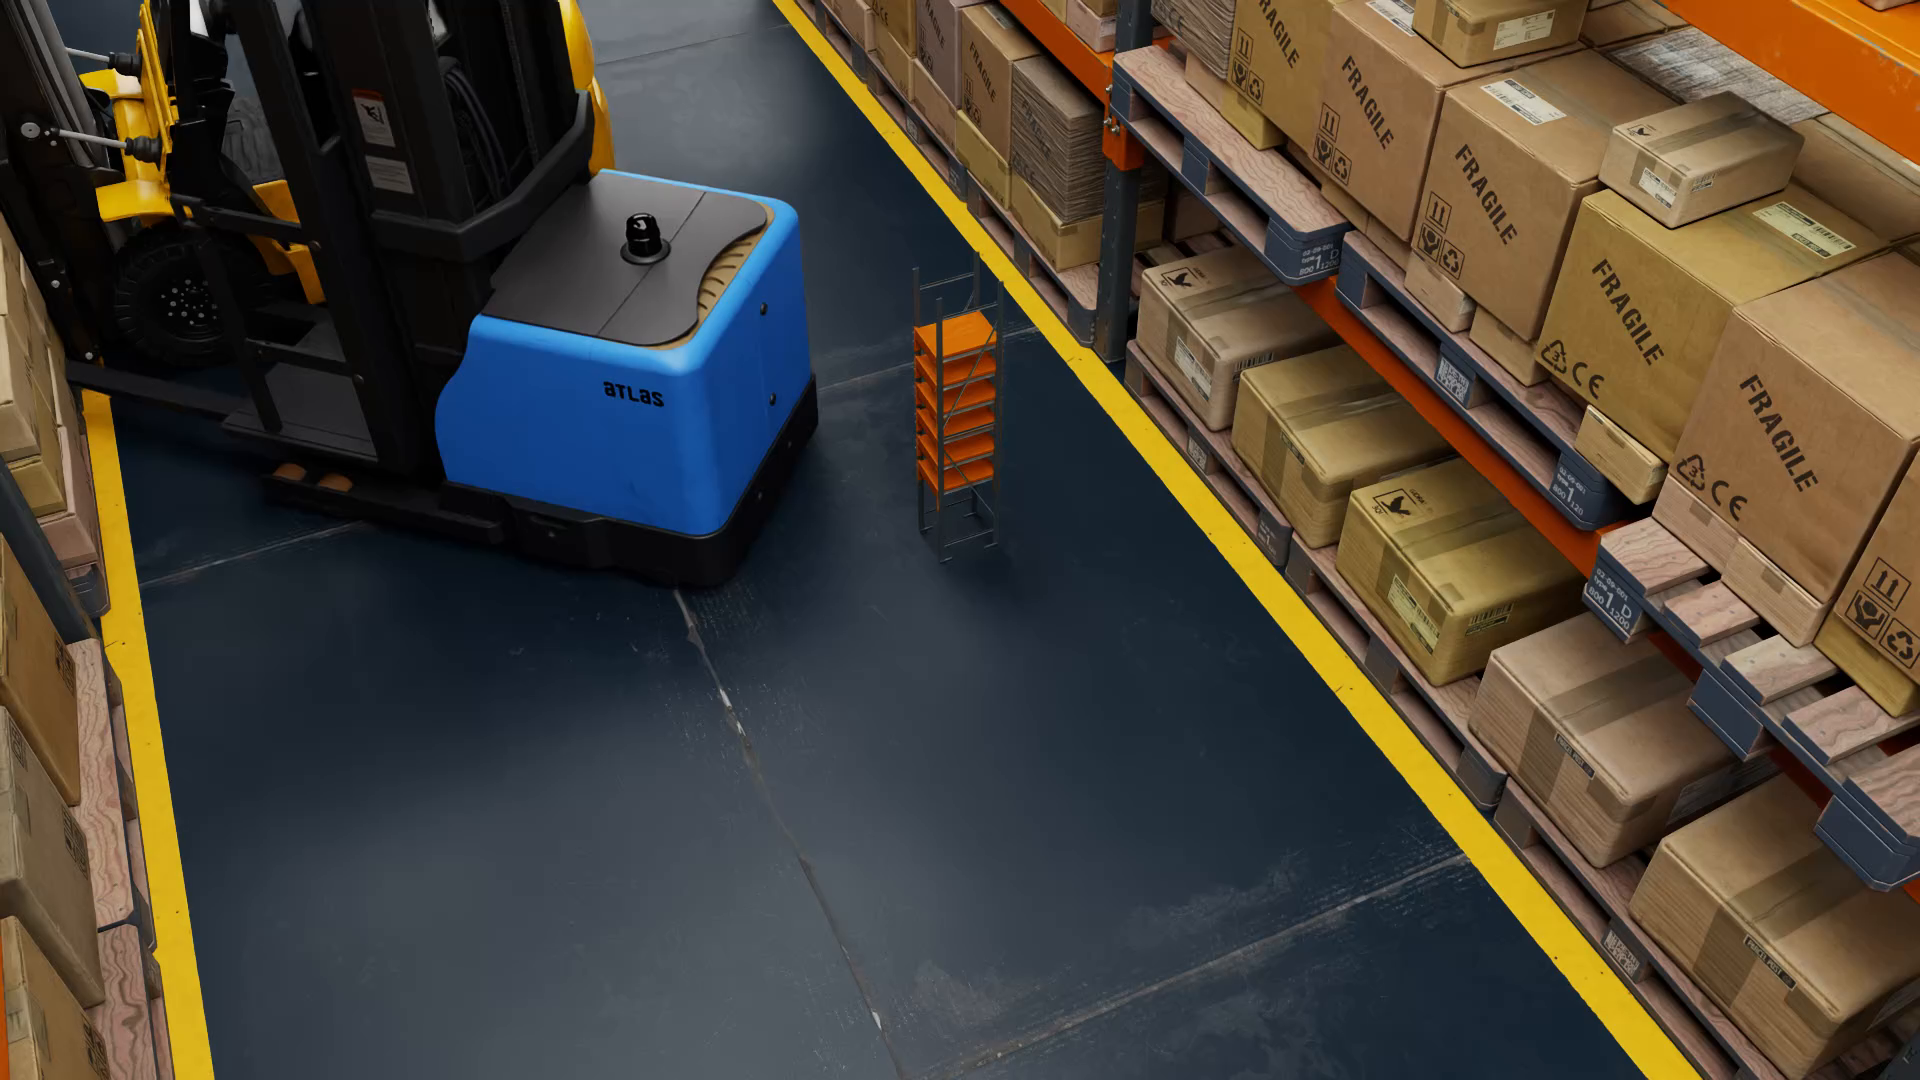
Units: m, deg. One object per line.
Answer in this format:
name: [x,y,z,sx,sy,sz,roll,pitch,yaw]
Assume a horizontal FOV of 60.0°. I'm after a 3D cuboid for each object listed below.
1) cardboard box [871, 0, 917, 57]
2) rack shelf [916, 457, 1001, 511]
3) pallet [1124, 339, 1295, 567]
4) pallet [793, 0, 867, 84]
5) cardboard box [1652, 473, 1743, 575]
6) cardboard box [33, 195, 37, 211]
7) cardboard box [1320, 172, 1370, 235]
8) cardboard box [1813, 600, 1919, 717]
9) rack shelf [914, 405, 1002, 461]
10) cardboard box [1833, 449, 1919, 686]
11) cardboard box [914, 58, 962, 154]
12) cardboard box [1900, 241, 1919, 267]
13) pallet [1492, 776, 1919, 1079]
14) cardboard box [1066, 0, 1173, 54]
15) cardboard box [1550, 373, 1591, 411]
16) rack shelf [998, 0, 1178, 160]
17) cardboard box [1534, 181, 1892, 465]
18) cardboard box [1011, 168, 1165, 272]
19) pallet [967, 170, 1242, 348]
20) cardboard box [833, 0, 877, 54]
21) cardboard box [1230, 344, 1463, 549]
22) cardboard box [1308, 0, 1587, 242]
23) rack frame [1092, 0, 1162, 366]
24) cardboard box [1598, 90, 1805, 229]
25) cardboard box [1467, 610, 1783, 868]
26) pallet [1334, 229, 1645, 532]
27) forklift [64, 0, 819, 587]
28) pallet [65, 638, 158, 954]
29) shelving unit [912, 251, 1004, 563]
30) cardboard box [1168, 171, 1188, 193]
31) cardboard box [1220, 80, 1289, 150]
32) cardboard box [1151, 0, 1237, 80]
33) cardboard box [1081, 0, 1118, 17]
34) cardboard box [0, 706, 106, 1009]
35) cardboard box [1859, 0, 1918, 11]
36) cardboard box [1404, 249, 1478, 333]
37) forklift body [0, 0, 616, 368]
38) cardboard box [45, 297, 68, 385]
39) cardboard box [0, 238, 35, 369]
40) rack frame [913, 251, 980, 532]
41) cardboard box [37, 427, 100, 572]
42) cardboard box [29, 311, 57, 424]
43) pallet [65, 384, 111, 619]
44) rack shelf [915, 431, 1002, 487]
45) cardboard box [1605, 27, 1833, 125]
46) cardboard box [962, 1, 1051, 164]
cardboard box: [-0.112,-2.709,7.985,0.500,0.500,0.500,-17,47,-17]
rack shelf: [-0.006,-0.234,6.038,0.258,0.103,0.180,-18,47,-17]
pallet: [1.372,-0.499,6.605,1.003,0.211,1.213,-18,47,-17]
pallet: [-0.297,-2.967,9.107,1.003,0.211,1.213,-18,47,-17]
cardboard box: [1.950,-0.097,4.093,0.380,0.149,0.250,-20,48,-19]
cardboard box: [-4.215,-1.553,6.991,0.500,0.250,0.500,-19,48,-18]
cardboard box: [1.345,-1.106,5.115,0.380,0.149,0.250,-17,47,-17]
cardboard box: [2.196,0.213,3.778,0.380,0.149,0.250,-17,47,-17]
rack shelf: [-0.006,-0.405,5.869,0.258,0.103,0.180,-18,47,-17]
cardboard box: [2.282,0.063,3.468,0.500,0.500,0.500,-19,48,-19]
cardboard box: [0.108,-2.117,7.919,0.500,0.250,0.500,-17,47,-17]
cardboard box: [2.521,-0.414,3.952,0.500,0.500,0.500,-16,47,-15]
pallet: [2.398,1.056,5.029,1.003,0.211,1.213,-18,47,-17]
cardboard box: [0.632,-2.012,6.333,0.380,0.149,0.250,-18,48,-18]
cardboard box: [1.831,-0.466,4.466,0.380,0.149,0.250,-18,47,-17]
rack shelf: [0.202,-3.006,7.673,1.077,0.370,4.000,-18,47,-17]
cardboard box: [1.841,-0.584,4.124,0.500,0.500,0.500,-21,48,-20]
cardboard box: [0.551,-1.455,7.248,0.500,0.250,0.500,-16,47,-16]
pallet: [0.729,-1.412,7.531,1.003,0.211,1.213,-18,47,-17]
cardboard box: [-0.342,-2.784,8.594,0.500,0.250,0.500,-16,47,-16]
cardboard box: [1.572,-0.411,6.102,0.950,0.372,0.625,-15,47,-15]
cardboard box: [1.387,-1.256,4.806,0.500,0.500,0.500,-18,47,-18]
rack frame: [1.043,-1.987,6.128,1.000,3.000,0.127,-18,47,-17]
cardboard box: [1.781,-0.919,4.002,0.380,0.149,0.250,-20,48,-19]
cardboard box: [2.179,0.517,5.162,0.950,0.372,0.625,-19,48,-18]
pallet: [1.856,-0.619,4.878,1.003,0.211,1.213,-18,47,-17]
forklift: [-2.139,-1.475,5.658,3.031,2.935,1.130,12,46,12]
pallet: [-3.113,0.932,5.155,1.003,0.211,1.213,-18,47,-17]
shelving unit: [-0.006,-0.436,5.838,0.258,1.200,0.189,-18,47,-17]
cardboard box: [1.040,-1.880,7.145,0.500,0.500,0.500,-16,47,-16]
cardboard box: [1.086,-1.440,5.454,0.380,0.149,0.250,-17,47,-17]
cardboard box: [0.980,-1.895,5.453,0.500,0.500,0.500,-17,47,-16]
cardboard box: [0.631,-2.338,6.201,0.500,0.500,0.500,-19,48,-18]
cardboard box: [-2.910,1.003,4.490,0.875,0.625,0.625,-18,48,-18]
cardboard box: [2.058,-1.506,3.432,0.797,0.503,0.637,-18,47,-17]
cardboard box: [1.512,-0.763,4.767,0.380,0.149,0.250,-16,47,-16]
forklift body: [-2.688,-2.096,6.843,2.313,2.155,1.214,-18,47,-17]
cardboard box: [-3.819,-0.737,6.520,0.500,0.250,0.500,-17,47,-17]
cardboard box: [-3.583,-0.775,5.847,0.500,0.250,0.500,-18,47,-17]
rack frame: [-0.045,-0.495,5.897,0.240,1.200,0.006,-18,47,-17]
cardboard box: [-3.362,-0.096,5.870,0.500,0.250,0.500,-18,47,-17]
cardboard box: [-3.596,-0.587,6.012,0.500,0.250,0.500,-18,47,-18]
pallet: [-3.755,-0.045,6.146,1.003,0.211,1.213,-18,47,-17]
rack shelf: [-0.006,-0.319,5.953,0.258,0.103,0.180,-18,47,-17]
cardboard box: [2.088,-1.072,4.618,0.500,0.500,0.500,-20,48,-19]
cardboard box: [0.336,-2.046,7.313,0.500,0.500,0.500,-17,47,-17]
